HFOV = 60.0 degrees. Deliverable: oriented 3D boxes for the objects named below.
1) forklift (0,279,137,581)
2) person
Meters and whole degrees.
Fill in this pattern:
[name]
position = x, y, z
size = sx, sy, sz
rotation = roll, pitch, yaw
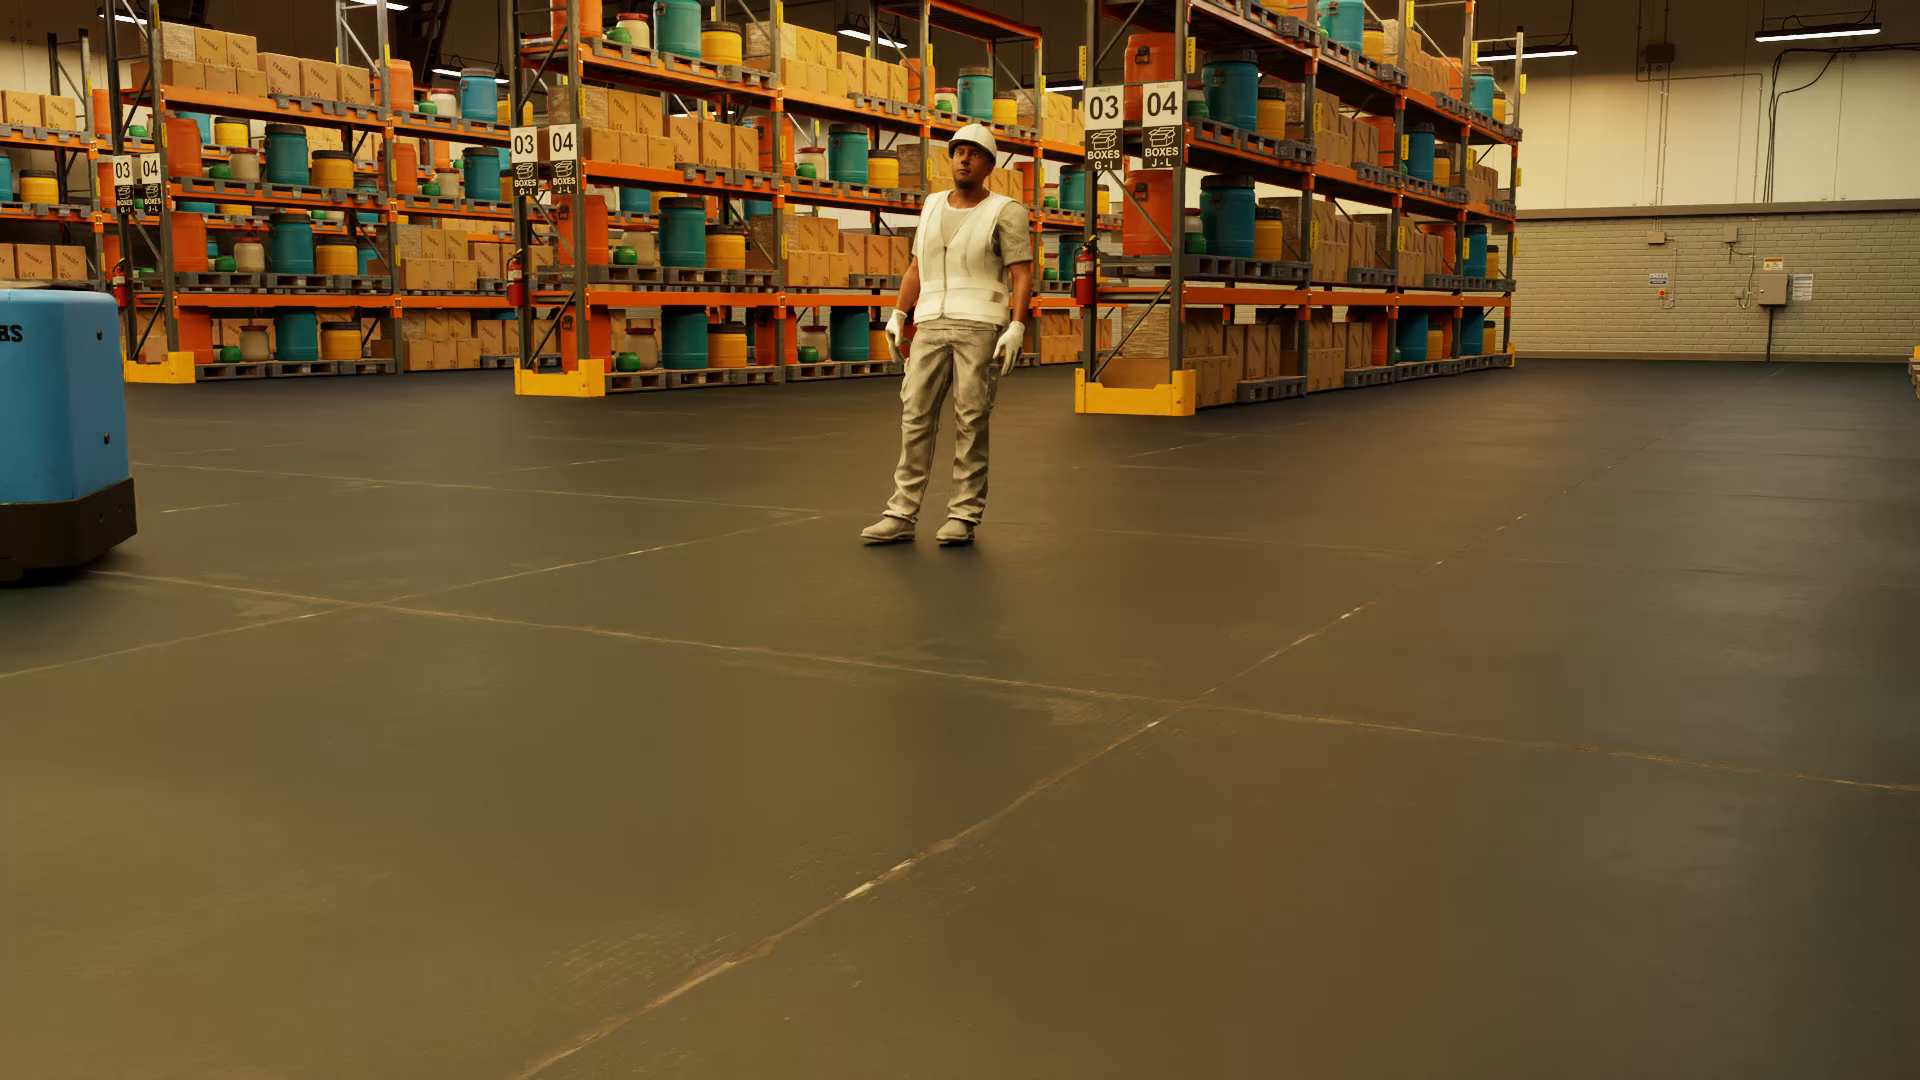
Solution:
[forklift]
position = -4.816, -1.299, 6.007
size = 3.031, 2.935, 1.130
rotation = -2, 8, -14
[person]
position = -0.042, -0.882, 7.132
size = 0.657, 1.785, 0.575
rotation = 4, 9, 29
